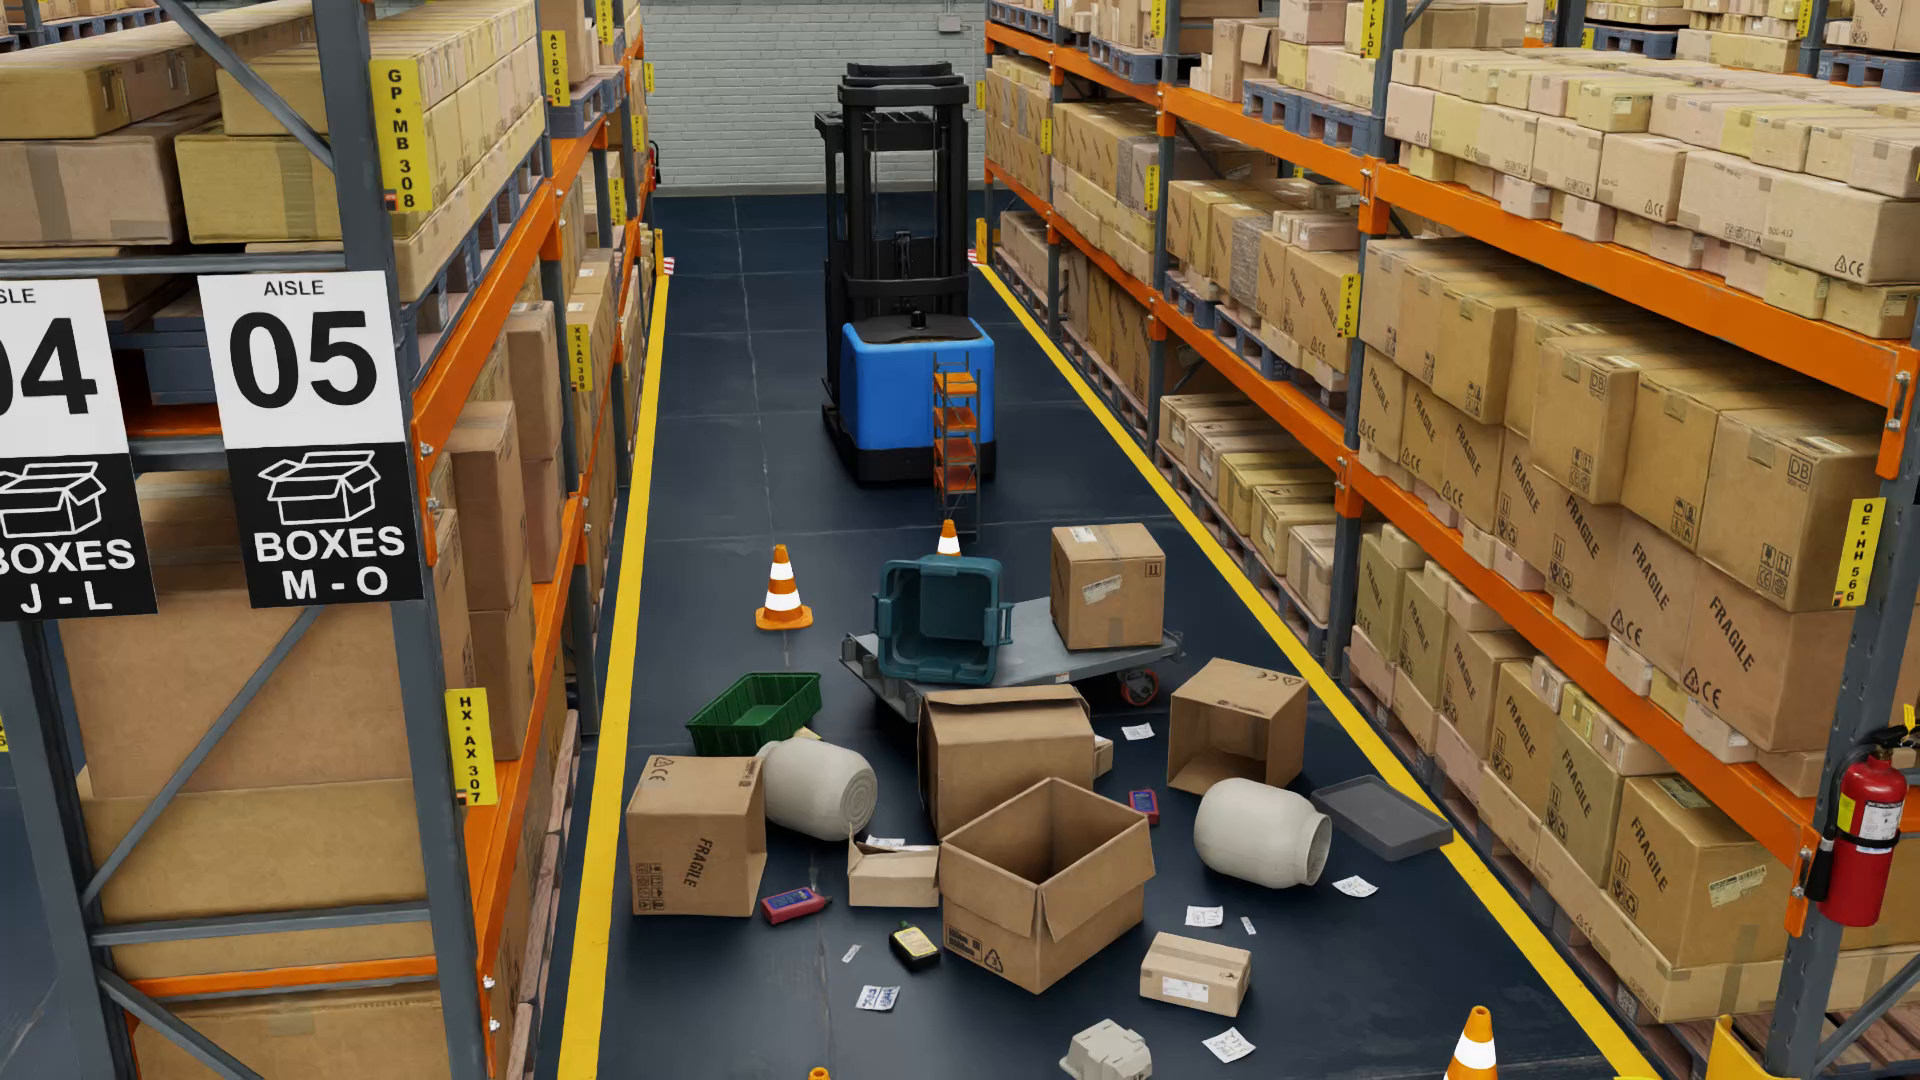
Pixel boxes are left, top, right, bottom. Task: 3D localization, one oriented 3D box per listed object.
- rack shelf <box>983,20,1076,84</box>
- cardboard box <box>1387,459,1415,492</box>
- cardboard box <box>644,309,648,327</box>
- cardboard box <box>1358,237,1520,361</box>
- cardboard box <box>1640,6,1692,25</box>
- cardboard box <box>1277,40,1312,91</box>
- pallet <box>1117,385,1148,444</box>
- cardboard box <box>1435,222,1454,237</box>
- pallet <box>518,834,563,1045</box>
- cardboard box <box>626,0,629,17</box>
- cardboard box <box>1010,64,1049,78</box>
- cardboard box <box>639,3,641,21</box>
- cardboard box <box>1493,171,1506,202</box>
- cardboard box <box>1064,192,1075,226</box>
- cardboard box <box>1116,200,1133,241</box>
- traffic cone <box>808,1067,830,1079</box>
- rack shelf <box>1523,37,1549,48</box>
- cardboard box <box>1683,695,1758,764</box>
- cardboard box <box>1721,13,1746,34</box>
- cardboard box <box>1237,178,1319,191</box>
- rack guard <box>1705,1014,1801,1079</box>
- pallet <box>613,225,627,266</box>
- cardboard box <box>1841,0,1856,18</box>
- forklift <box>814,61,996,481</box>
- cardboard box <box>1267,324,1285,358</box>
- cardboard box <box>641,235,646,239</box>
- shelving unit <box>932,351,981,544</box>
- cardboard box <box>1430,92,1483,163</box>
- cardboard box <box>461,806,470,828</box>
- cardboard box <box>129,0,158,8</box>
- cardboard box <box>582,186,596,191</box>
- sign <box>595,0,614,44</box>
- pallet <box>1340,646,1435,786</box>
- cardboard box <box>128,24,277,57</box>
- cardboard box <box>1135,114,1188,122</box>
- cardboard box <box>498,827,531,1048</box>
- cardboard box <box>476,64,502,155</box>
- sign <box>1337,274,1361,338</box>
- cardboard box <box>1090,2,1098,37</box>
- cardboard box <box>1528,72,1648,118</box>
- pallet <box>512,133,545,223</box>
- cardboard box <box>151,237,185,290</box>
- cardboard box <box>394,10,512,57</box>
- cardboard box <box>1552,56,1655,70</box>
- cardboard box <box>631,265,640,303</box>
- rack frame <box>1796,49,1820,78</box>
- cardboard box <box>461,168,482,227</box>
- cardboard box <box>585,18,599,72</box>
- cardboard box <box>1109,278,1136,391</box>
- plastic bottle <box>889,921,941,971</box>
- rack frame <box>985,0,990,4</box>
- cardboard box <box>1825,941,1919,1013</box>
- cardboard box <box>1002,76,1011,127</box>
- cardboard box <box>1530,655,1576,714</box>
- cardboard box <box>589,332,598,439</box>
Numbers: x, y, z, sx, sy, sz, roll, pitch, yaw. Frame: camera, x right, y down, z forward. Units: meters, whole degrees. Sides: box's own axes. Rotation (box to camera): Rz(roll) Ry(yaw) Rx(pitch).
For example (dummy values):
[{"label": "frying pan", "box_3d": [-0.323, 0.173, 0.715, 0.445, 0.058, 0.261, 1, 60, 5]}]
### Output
[{"label": "rack shelf", "box_3d": [1.088, -5.209, 17.618, 1.077, 0.370, 4.000, -3, 21, -8]}, {"label": "cardboard box", "box_3d": [2.345, -0.351, 8.228, 0.380, 0.149, 0.250, -2, 21, -6]}, {"label": "cardboard box", "box_3d": [-3.242, -2.168, 16.207, 0.380, 0.149, 0.250, -4, 21, -10]}, {"label": "cardboard box", "box_3d": [2.378, -1.170, 8.065, 0.700, 0.500, 0.500, -3, 21, -8]}, {"label": "cardboard box", "box_3d": [6.184, -4.577, 14.513, 0.380, 0.149, 0.250, -2, 21, -7]}, {"label": "cardboard box", "box_3d": [2.161, -2.758, 9.639, 0.500, 0.250, 0.500, -3, 21, -7]}, {"label": "pallet", "box_3d": [1.914, -1.034, 13.684, 1.003, 0.211, 1.213, -3, 21, -8]}, {"label": "cardboard box", "box_3d": [5.767, -3.409, 19.028, 0.500, 0.500, 0.500, -3, 21, -7]}, {"label": "pallet", "box_3d": [-2.143, 1.603, 6.624, 1.003, 0.211, 1.213, -3, 21, -8]}, {"label": "cardboard box", "box_3d": [-3.407, -5.085, 15.756, 0.500, 0.250, 0.500, -3, 21, -8]}, {"label": "cardboard box", "box_3d": [0.749, -5.066, 17.994, 0.380, 0.149, 0.250, -3, 21, -7]}, {"label": "cardboard box", "box_3d": [-3.757, -5.740, 18.224, 0.500, 0.250, 0.500, -3, 21, -9]}, {"label": "cardboard box", "box_3d": [2.483, -1.491, 6.992, 0.380, 0.149, 0.250, -4, 21, -9]}, {"label": "cardboard box", "box_3d": [1.254, -3.034, 15.266, 0.500, 0.250, 0.500, -3, 21, -9]}, {"label": "cardboard box", "box_3d": [1.554, -2.560, 13.283, 0.500, 0.250, 0.500, -3, 21, -9]}, {"label": "traffic cone", "box_3d": [-0.449, 1.924, 5.405, 0.336, 0.463, 0.334, -3, 21, -8]}, {"label": "rack shelf", "box_3d": [5.999, -5.461, 18.292, 1.077, 0.370, 4.000, -3, 21, -8]}, {"label": "cardboard box", "box_3d": [2.694, 0.623, 5.620, 0.380, 0.149, 0.250, -3, 21, -8]}, {"label": "cardboard box", "box_3d": [6.465, -4.215, 13.571, 0.380, 0.149, 0.250, -3, 21, -8]}, {"label": "cardboard box", "box_3d": [2.293, -2.303, 11.928, 0.500, 0.500, 0.500, -4, 21, -9]}, {"label": "rack guard", "box_3d": [3.095, 1.851, 5.547, 1.175, 0.500, 0.348, -3, 21, -8]}, {"label": "pallet", "box_3d": [-3.257, -2.373, 13.556, 1.003, 0.211, 1.213, -3, 21, -8]}, {"label": "cardboard box", "box_3d": [7.085, -4.118, 12.887, 0.380, 0.149, 0.250, -4, 21, -10]}, {"label": "forklift", "box_3d": [-0.530, -2.283, 13.140, 1.130, 2.935, 3.031, -4, 21, -11]}, {"label": "cardboard box", "box_3d": [2.049, -1.190, 9.874, 0.380, 0.149, 0.250, -3, 21, -7]}, {"label": "cardboard box", "box_3d": [-3.640, -3.252, 18.261, 0.380, 0.149, 0.250, -4, 21, -10]}, {"label": "shelving unit", "box_3d": [-0.024, -0.619, 11.160, 0.258, 1.200, 0.503, -3, 21, -8]}, {"label": "cardboard box", "box_3d": [2.405, -1.809, 7.275, 0.500, 0.250, 0.500, -3, 21, -8]}, {"label": "cardboard box", "box_3d": [-1.977, 0.605, 5.095, 0.875, 0.550, 0.550, -3, 21, -8]}, {"label": "cardboard box", "box_3d": [-8.879, -5.852, 17.425, 0.700, 0.500, 0.500, -4, 21, -11]}, {"label": "cardboard box", "box_3d": [-2.957, -2.670, 12.987, 0.380, 0.149, 0.250, -2, 21, -5]}, {"label": "sign", "box_3d": [-2.381, -3.489, 11.131, 0.100, 0.325, 0.005, -3, 21, -8]}, {"label": "pallet", "box_3d": [2.661, 0.858, 8.617, 1.003, 0.211, 1.213, -3, 21, -8]}, {"label": "cardboard box", "box_3d": [-2.382, -1.542, 5.246, 0.380, 0.149, 0.250, -3, 21, -7]}, {"label": "cardboard box", "box_3d": [1.825, -3.467, 14.639, 0.500, 0.500, 0.500, -2, 21, -6]}, {"label": "cardboard box", "box_3d": [-2.070, 1.253, 6.010, 0.875, 0.875, 0.875, -3, 21, -9]}, {"label": "cardboard box", "box_3d": [-1.813, -1.431, 5.520, 0.500, 0.250, 0.500, -3, 21, -8]}, {"label": "sign", "box_3d": [1.981, -1.192, 8.466, 0.100, 0.325, 0.005, -3, 21, -8]}, {"label": "cardboard box", "box_3d": [1.293, -4.337, 13.847, 0.396, 0.266, 0.258, -1, 21, -3]}, {"label": "cardboard box", "box_3d": [2.494, -1.766, 6.590, 0.380, 0.149, 0.250, -3, 21, -9]}, {"label": "pallet", "box_3d": [-2.247, -1.474, 6.716, 1.003, 0.211, 1.213, -3, 21, -8]}, {"label": "cardboard box", "box_3d": [-2.197, -0.726, 4.201, 0.380, 0.149, 0.250, -3, 21, -7]}, {"label": "cardboard box", "box_3d": [-1.839, -1.838, 6.038, 0.380, 0.149, 0.250, -3, 21, -8]}, {"label": "cardboard box", "box_3d": [2.853, -2.060, 7.378, 0.380, 0.149, 0.250, -2, 21, -6]}, {"label": "cardboard box", "box_3d": [-3.150, -2.296, 14.977, 0.500, 0.250, 0.500, -3, 21, -9]}, {"label": "rack frame", "box_3d": [6.864, -2.316, 13.129, 1.000, 3.000, 0.127, -3, 21, -8]}, {"label": "cardboard box", "box_3d": [-1.656, -1.025, 5.002, 0.380, 0.149, 0.250, -3, 21, -8]}, {"label": "cardboard box", "box_3d": [-2.483, -3.039, 10.164, 0.500, 0.311, 0.500, -3, 21, -8]}, {"label": "cardboard box", "box_3d": [1.811, -1.818, 14.232, 0.875, 0.875, 0.875, -3, 21, -7]}, {"label": "plastic bottle", "box_3d": [-0.200, 1.638, 6.742, 0.133, 0.061, 0.283, -11, 23, -26]}, {"label": "rack frame", "box_3d": [0.800, -7.644, 18.821, 1.000, 3.000, 0.127, -3, 21, -8]}, {"label": "cardboard box", "box_3d": [3.263, 1.504, 6.232, 0.500, 0.250, 0.500, -3, 21, -8]}, {"label": "cardboard box", "box_3d": [0.750, -4.812, 18.241, 0.500, 0.500, 0.500, -3, 21, -8]}, {"label": "cardboard box", "box_3d": [2.544, 0.576, 6.718, 0.380, 0.149, 0.250, -2, 21, -5]}, {"label": "cardboard box", "box_3d": [-2.237, -0.812, 8.959, 0.500, 0.500, 0.500, -3, 21, -7]}]
